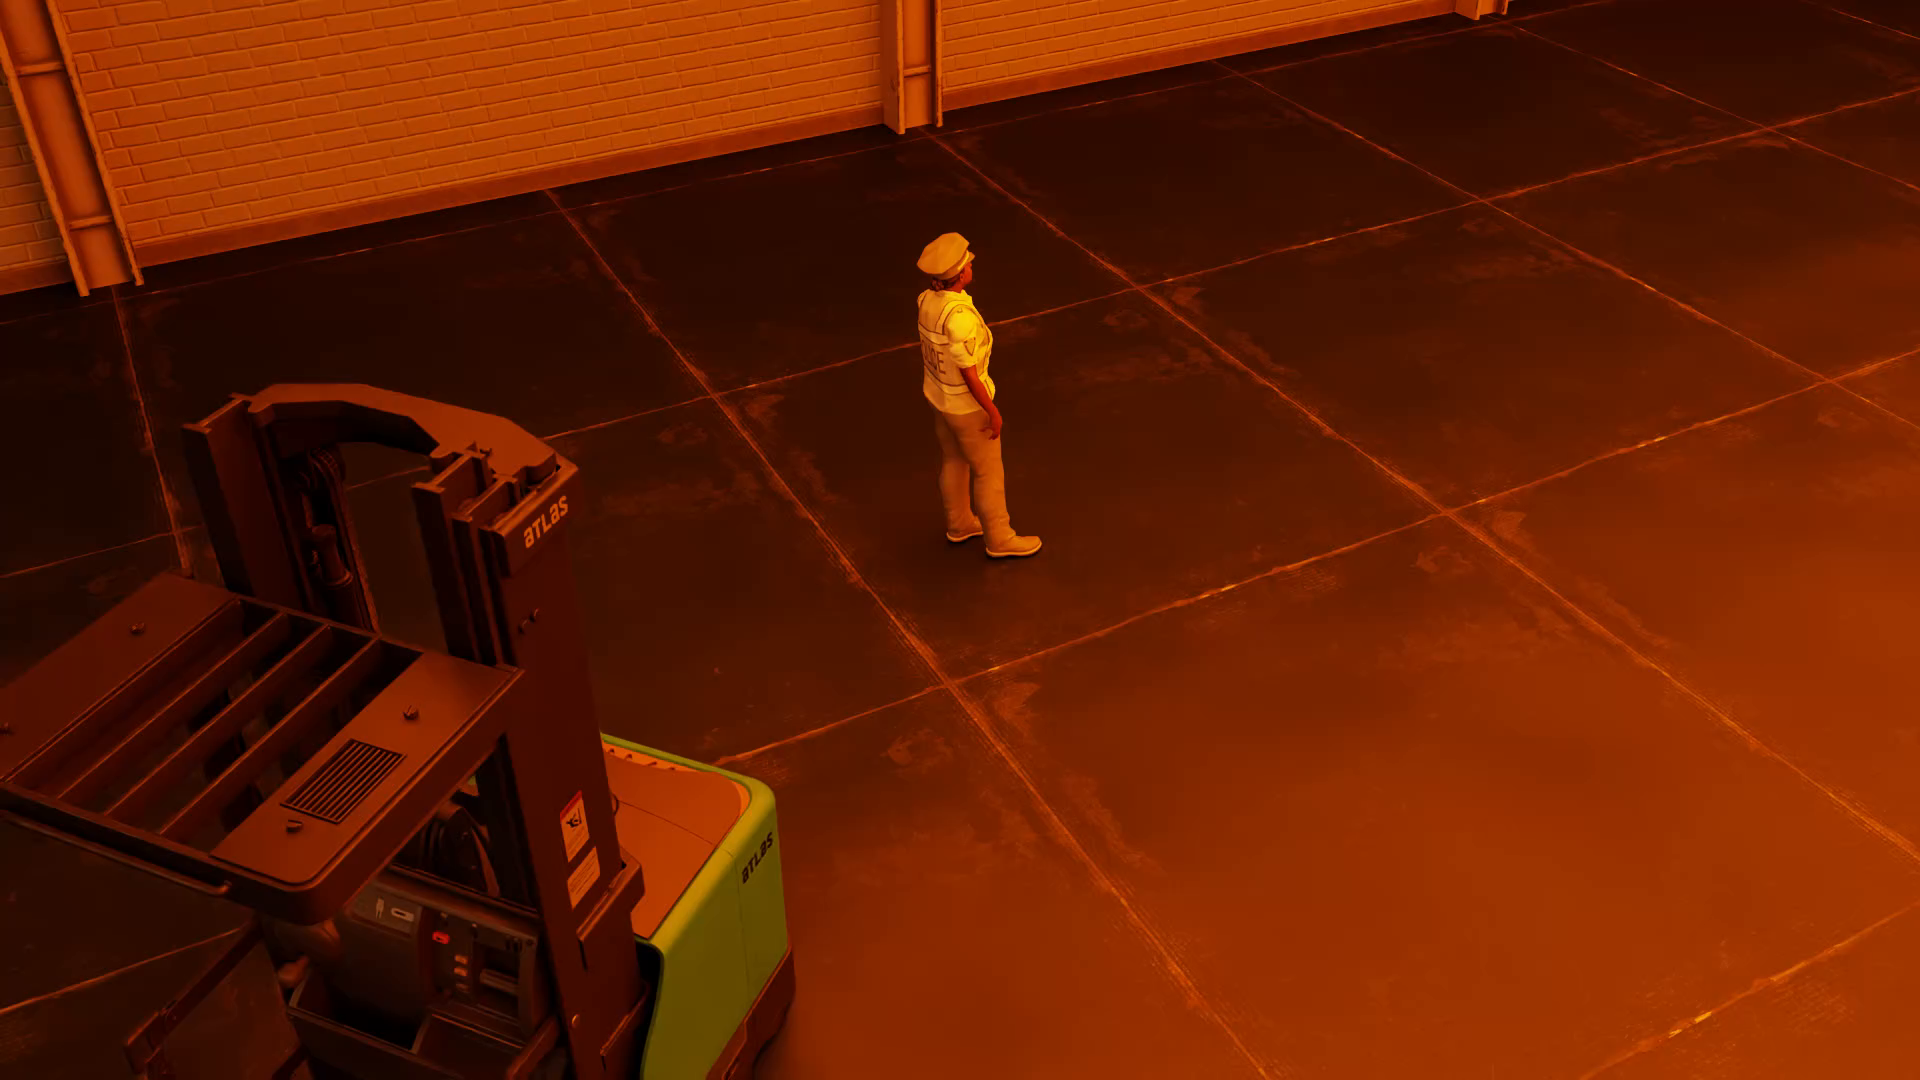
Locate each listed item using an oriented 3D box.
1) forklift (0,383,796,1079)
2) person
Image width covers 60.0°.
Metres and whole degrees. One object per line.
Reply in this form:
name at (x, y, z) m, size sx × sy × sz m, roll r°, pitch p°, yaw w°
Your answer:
forklift at (-1.641, 1.187, 4.444) m, size 1.130 × 2.935 × 3.031 m, roll 13°, pitch 37°, yaw 18°
person at (0.076, -0.709, 8.184) m, size 0.528 × 1.697 × 0.570 m, roll -17°, pitch 39°, yaw -23°
